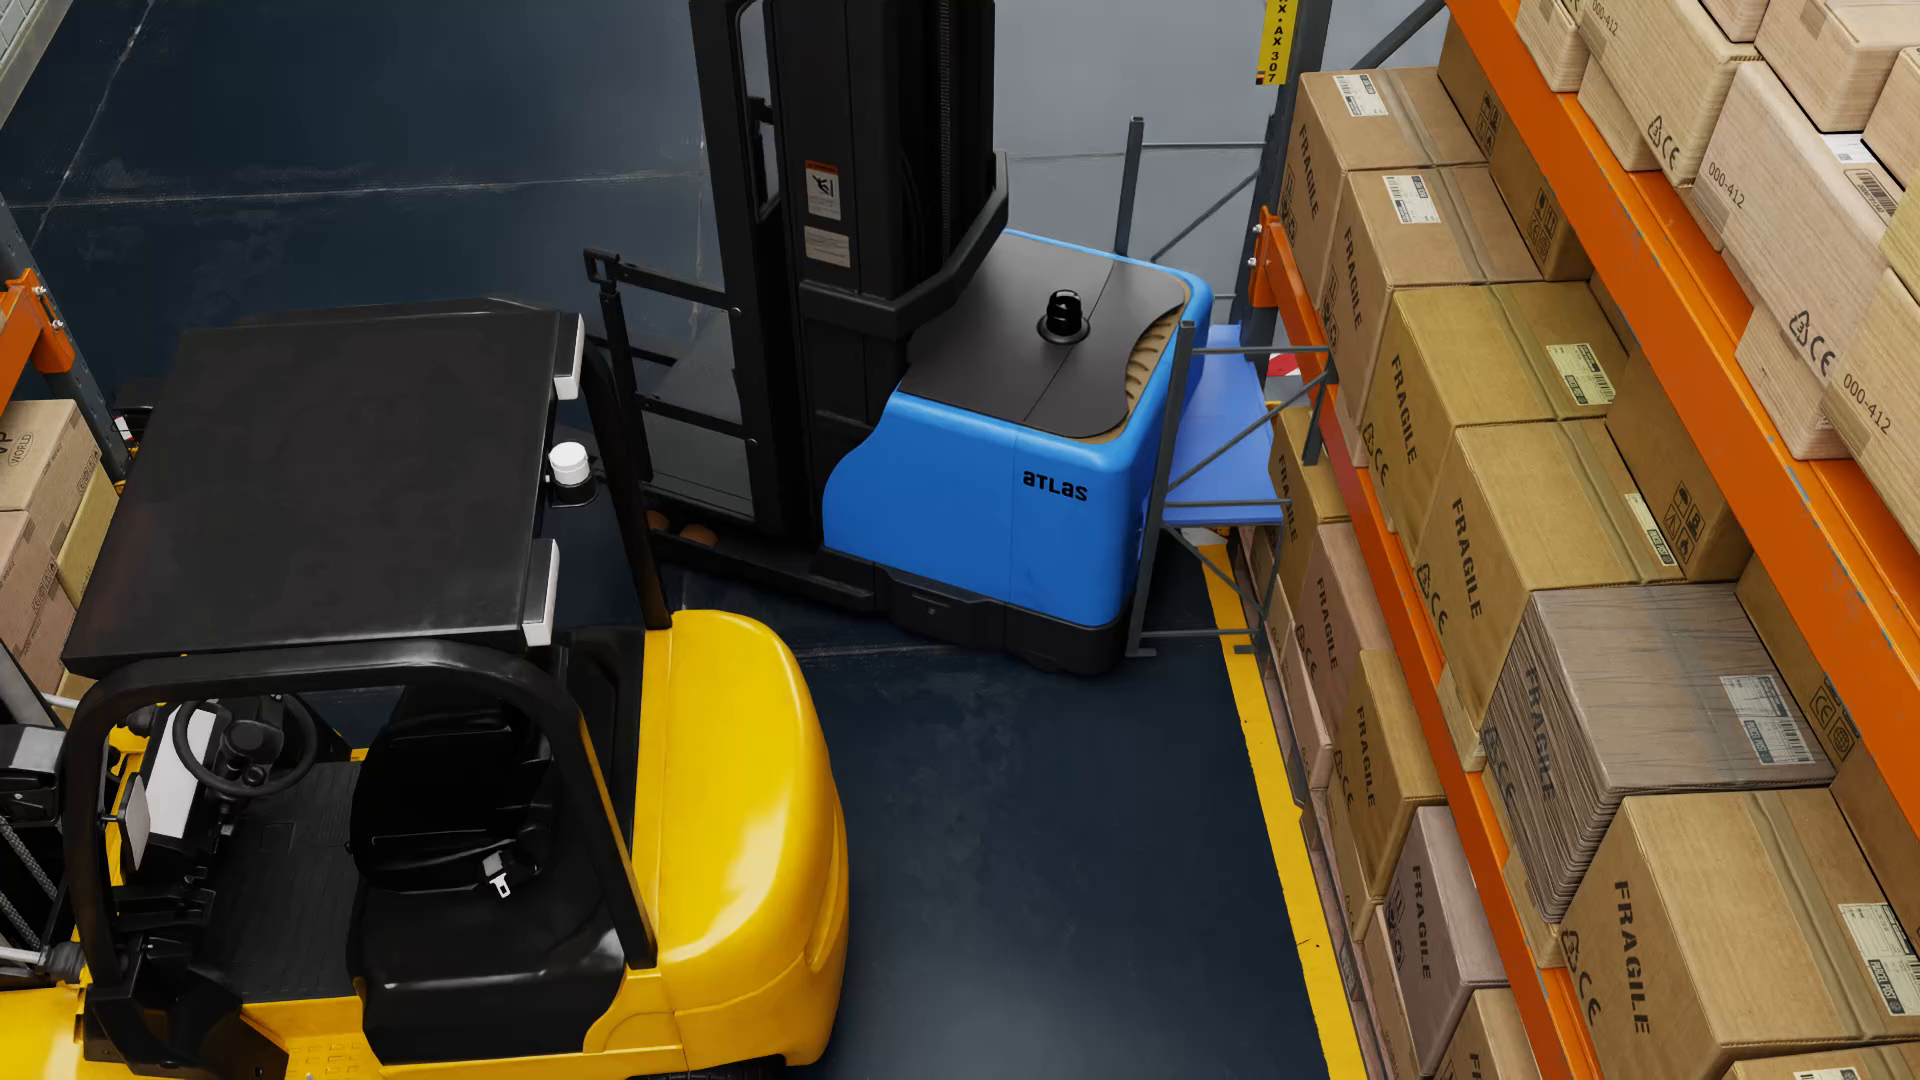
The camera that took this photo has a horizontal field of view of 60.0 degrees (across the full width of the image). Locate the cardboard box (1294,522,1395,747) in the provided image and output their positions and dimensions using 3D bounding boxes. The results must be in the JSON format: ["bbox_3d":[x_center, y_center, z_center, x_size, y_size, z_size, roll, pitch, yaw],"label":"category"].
[{"bbox_3d":[1.347,0.280,5.007,0.500,0.500,0.500,-5,47,-5],"label":"cardboard box"}]

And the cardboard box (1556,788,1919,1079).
[{"bbox_3d":[1.504,0.820,3.133,0.500,0.500,0.500,-2,47,-2],"label":"cardboard box"}]

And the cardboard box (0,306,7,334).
[{"bbox_3d":[-3.139,-0.649,4.729,0.500,0.500,0.500,-4,47,-4],"label":"cardboard box"}]

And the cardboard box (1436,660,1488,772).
[{"bbox_3d":[1.371,0.402,3.976,0.380,0.149,0.250,-3,47,-3],"label":"cardboard box"}]

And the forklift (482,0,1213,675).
[{"bbox_3d":[-0.697,-1.241,5.406,3.031,2.935,1.130,17,49,15],"label":"forklift"}]

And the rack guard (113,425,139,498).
[{"bbox_3d":[-3.444,-0.112,6.012,1.175,0.500,0.348,-3,47,-3],"label":"rack guard"}]

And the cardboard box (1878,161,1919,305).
[{"bbox_3d":[1.412,-0.357,2.080,0.380,0.149,0.250,-2,47,-2],"label":"cardboard box"}]

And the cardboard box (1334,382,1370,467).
[{"bbox_3d":[1.278,-0.349,4.687,0.380,0.149,0.250,-3,47,-3],"label":"cardboard box"}]

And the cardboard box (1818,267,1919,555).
[{"bbox_3d":[1.490,-0.115,2.126,0.500,0.250,0.500,-4,47,-4],"label":"cardboard box"}]

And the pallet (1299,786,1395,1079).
[{"bbox_3d":[1.642,1.226,4.944,1.003,0.211,1.213,-3,47,-3],"label":"pallet"}]

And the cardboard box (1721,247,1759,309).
[{"bbox_3d":[1.499,-0.458,2.725,0.380,0.149,0.250,-3,47,-2],"label":"cardboard box"}]

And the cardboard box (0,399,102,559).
[{"bbox_3d":[-3.092,-0.183,5.273,0.500,0.250,0.500,-2,47,-2],"label":"cardboard box"}]

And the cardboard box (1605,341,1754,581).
[{"bbox_3d":[1.848,-0.284,3.491,0.700,0.500,0.500,-4,47,-4],"label":"cardboard box"}]

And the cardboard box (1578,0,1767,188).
[{"bbox_3d":[1.404,-0.852,2.823,0.500,0.250,0.500,-3,47,-2],"label":"cardboard box"}]

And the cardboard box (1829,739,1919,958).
[{"bbox_3d":[1.997,0.453,2.793,0.700,0.500,0.500,-3,47,-3],"label":"cardboard box"}]

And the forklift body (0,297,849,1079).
[{"bbox_3d":[-1.465,0.599,4.202,2.313,2.155,1.214,-3,47,-3],"label":"forklift body"}]

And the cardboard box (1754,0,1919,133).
[{"bbox_3d":[1.419,-0.735,2.438,0.380,0.149,0.250,-3,47,-3],"label":"cardboard box"}]

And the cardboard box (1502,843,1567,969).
[{"bbox_3d":[1.420,0.773,3.625,0.380,0.149,0.250,-4,47,-4],"label":"cardboard box"}]

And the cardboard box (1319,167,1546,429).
[{"bbox_3d":[1.314,-0.661,4.536,0.500,0.500,0.500,-2,47,-2],"label":"cardboard box"}]

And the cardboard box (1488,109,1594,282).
[{"bbox_3d":[1.799,-1.016,4.184,0.700,0.500,0.500,-3,47,-3],"label":"cardboard box"}]

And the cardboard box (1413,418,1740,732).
[{"bbox_3d":[1.408,0.075,3.839,0.500,0.500,0.500,-4,47,-4],"label":"cardboard box"}]

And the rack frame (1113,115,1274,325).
[{"bbox_3d":[0.778,-0.865,5.953,0.500,1.500,0.032,-2,48,-4],"label":"rack frame"}]

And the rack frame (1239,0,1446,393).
[{"bbox_3d":[1.504,-1.259,5.376,1.000,3.000,0.127,-3,47,-3],"label":"rack frame"}]

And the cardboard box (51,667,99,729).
[{"bbox_3d":[-3.055,0.528,5.289,0.500,0.250,0.500,-3,47,-3],"label":"cardboard box"}]

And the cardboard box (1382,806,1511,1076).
[{"bbox_3d":[1.434,1.030,4.297,0.500,0.500,0.500,-1,47,-1],"label":"cardboard box"}]

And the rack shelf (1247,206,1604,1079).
[{"bbox_3d":[1.672,0.436,4.267,1.077,0.370,4.000,-3,47,-3],"label":"rack shelf"}]

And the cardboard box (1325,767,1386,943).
[{"bbox_3d":[1.390,0.907,4.930,0.500,0.250,0.500,-1,47,-1],"label":"cardboard box"}]

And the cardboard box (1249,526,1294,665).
[{"bbox_3d":[1.296,0.143,5.653,0.500,0.250,0.500,-4,47,-4],"label":"cardboard box"}]

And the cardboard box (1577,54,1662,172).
[{"bbox_3d":[1.383,-0.821,3.069,0.380,0.149,0.250,-5,47,-4],"label":"cardboard box"}]

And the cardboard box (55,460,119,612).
[{"bbox_3d":[-3.090,0.008,5.437,0.500,0.250,0.500,-4,47,-4],"label":"cardboard box"}]

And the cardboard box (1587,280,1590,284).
[{"bbox_3d":[1.861,-0.657,4.532,0.500,0.500,0.500,-3,47,-3],"label":"cardboard box"}]

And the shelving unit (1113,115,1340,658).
[{"bbox_3d":[0.813,-0.489,5.613,0.538,1.500,1.048,-2,48,-4],"label":"shelving unit"}]

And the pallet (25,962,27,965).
[{"bbox_3d":[-3.237,1.436,4.745,1.003,0.211,1.213,-3,47,-3],"label":"pallet"}]
